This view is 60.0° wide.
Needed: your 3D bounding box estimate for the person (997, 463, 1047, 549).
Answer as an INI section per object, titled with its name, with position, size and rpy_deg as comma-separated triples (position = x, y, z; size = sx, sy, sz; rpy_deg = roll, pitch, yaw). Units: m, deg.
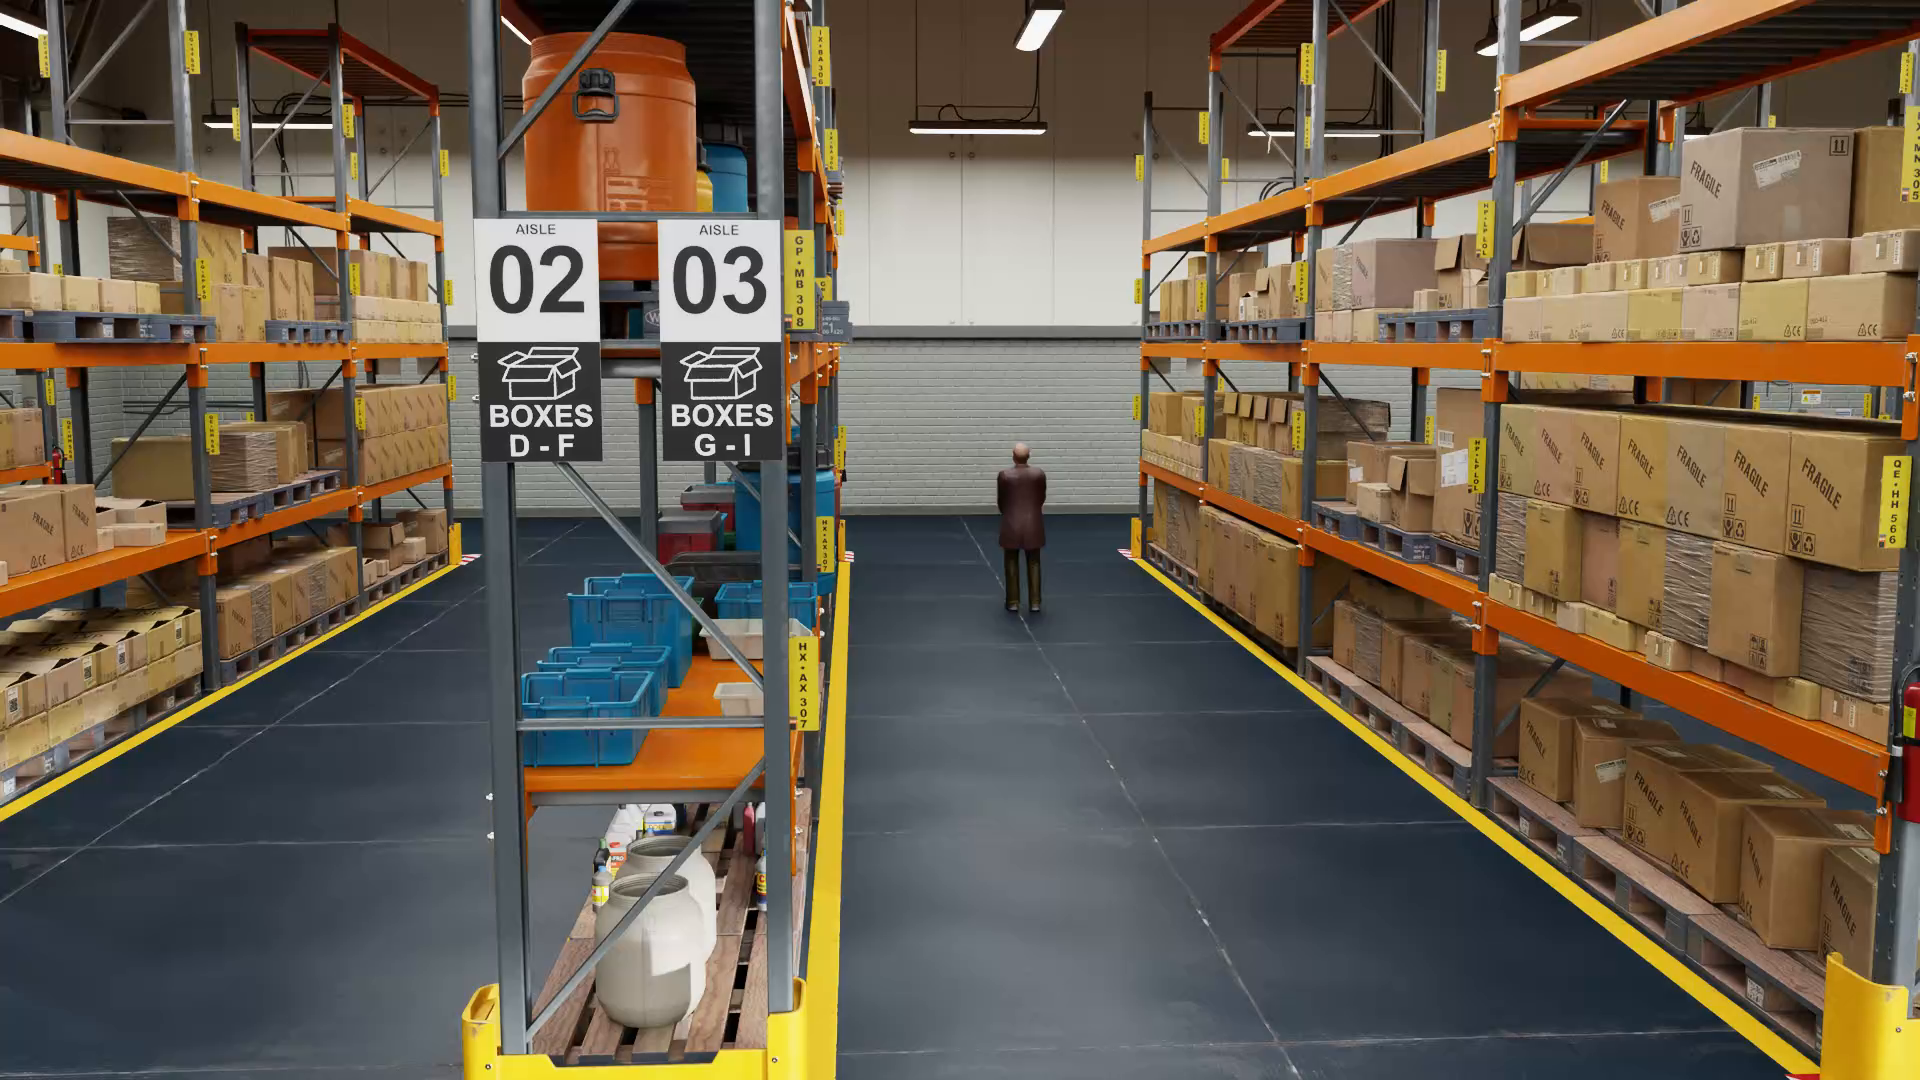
[person]
position = 0.646, -0.372, 17.522
size = 0.533, 0.905, 0.466
rpy_deg = 0, 7, -4
